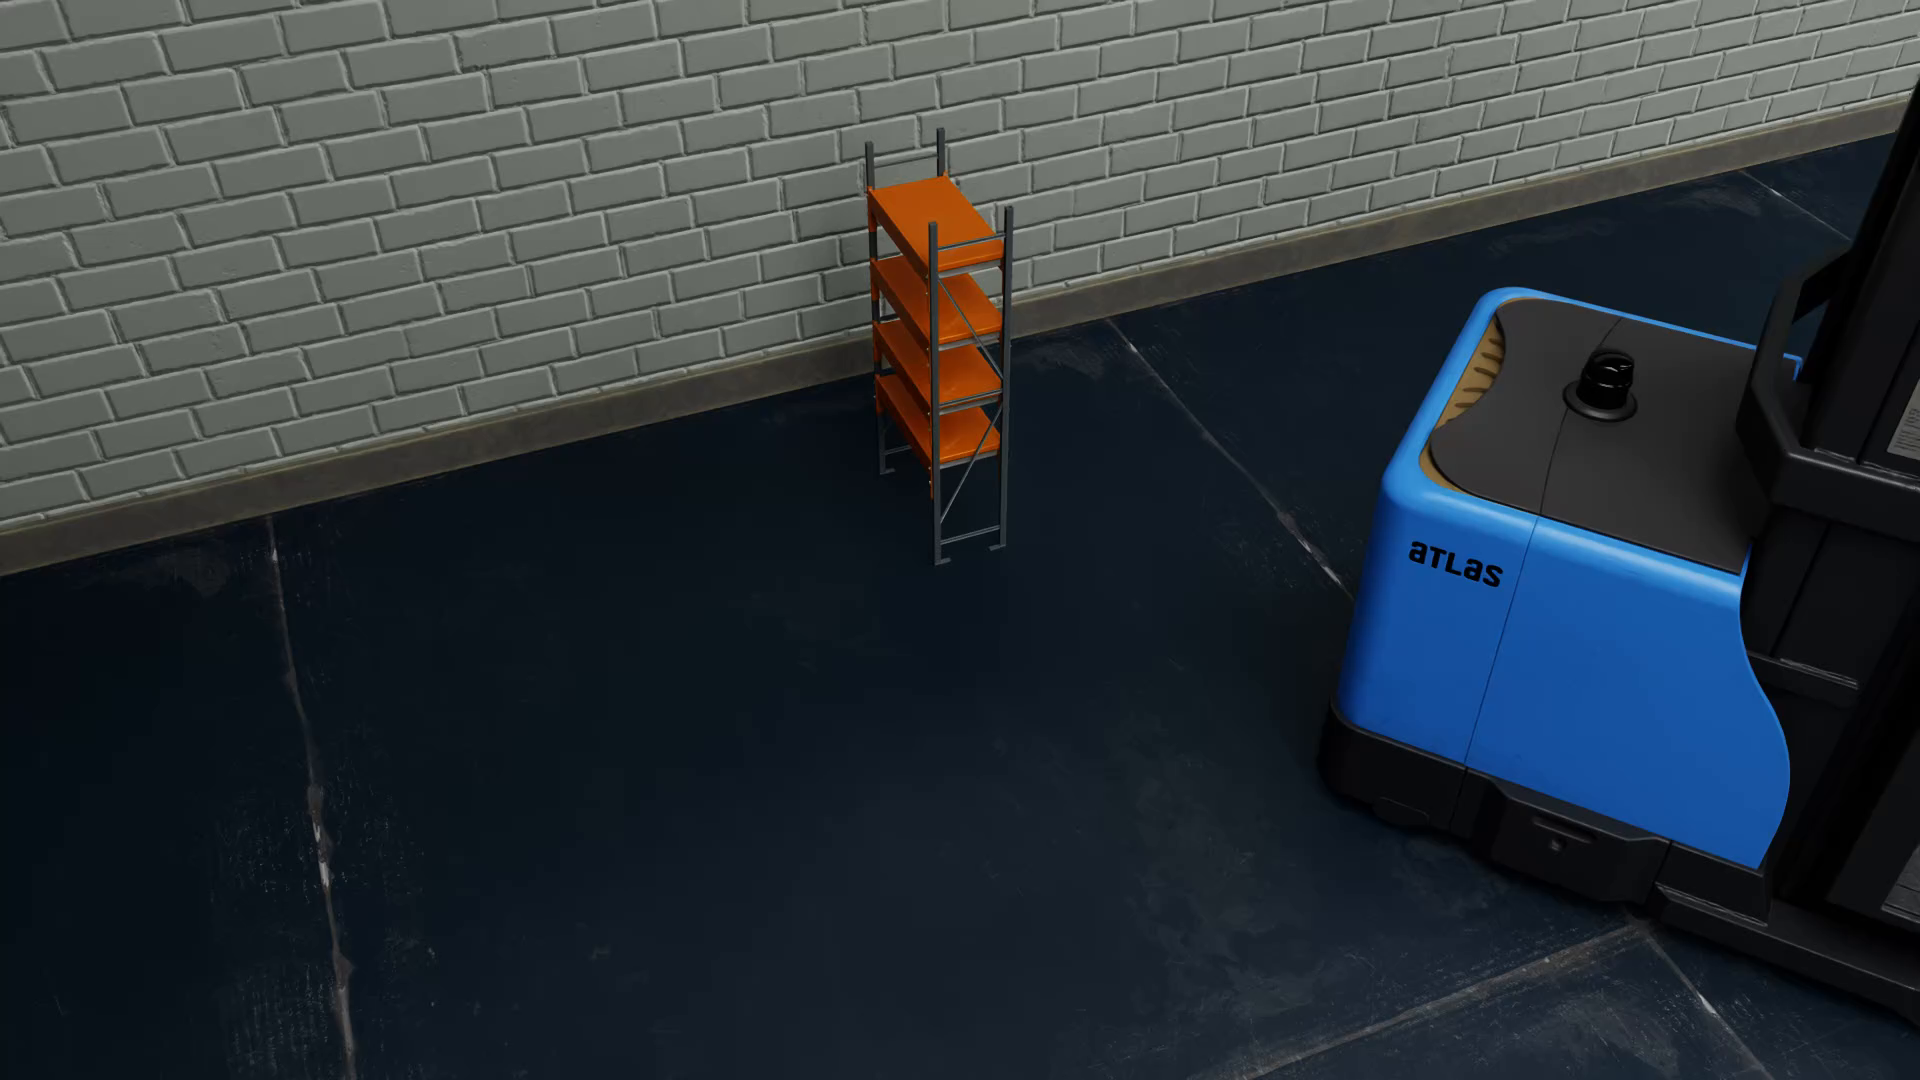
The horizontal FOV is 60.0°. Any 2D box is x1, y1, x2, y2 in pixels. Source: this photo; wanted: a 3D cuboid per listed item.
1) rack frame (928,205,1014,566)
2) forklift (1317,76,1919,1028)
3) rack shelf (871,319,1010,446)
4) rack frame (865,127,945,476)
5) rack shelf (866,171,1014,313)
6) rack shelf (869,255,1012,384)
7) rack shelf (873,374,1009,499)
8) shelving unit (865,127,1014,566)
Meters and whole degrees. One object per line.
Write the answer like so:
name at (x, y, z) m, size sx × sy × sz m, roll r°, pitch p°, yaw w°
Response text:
rack frame at (0.030, -0.408, 4.804) m, size 0.240 × 1.200 × 0.015 m, roll -15°, pitch 43°, yaw -17°
forklift at (2.500, -0.260, 3.305) m, size 3.031 × 2.935 × 1.130 m, roll 19°, pitch 44°, yaw 21°
rack shelf at (-0.063, -0.504, 5.019) m, size 0.258 × 0.148 × 0.480 m, roll -15°, pitch 43°, yaw -17°
rack frame at (-0.157, -0.702, 5.146) m, size 0.240 × 1.200 × 0.015 m, roll -15°, pitch 43°, yaw -17°
rack shelf at (-0.063, -0.853, 4.719) m, size 0.258 × 0.148 × 0.480 m, roll -15°, pitch 43°, yaw -17°
rack shelf at (-0.063, -0.673, 4.873) m, size 0.258 × 0.148 × 0.480 m, roll -15°, pitch 43°, yaw -17°
rack shelf at (-0.063, -0.353, 5.148) m, size 0.258 × 0.148 × 0.480 m, roll -15°, pitch 43°, yaw -17°
shelving unit at (-0.063, -0.555, 4.975) m, size 0.258 × 1.200 × 0.503 m, roll -15°, pitch 43°, yaw -17°
